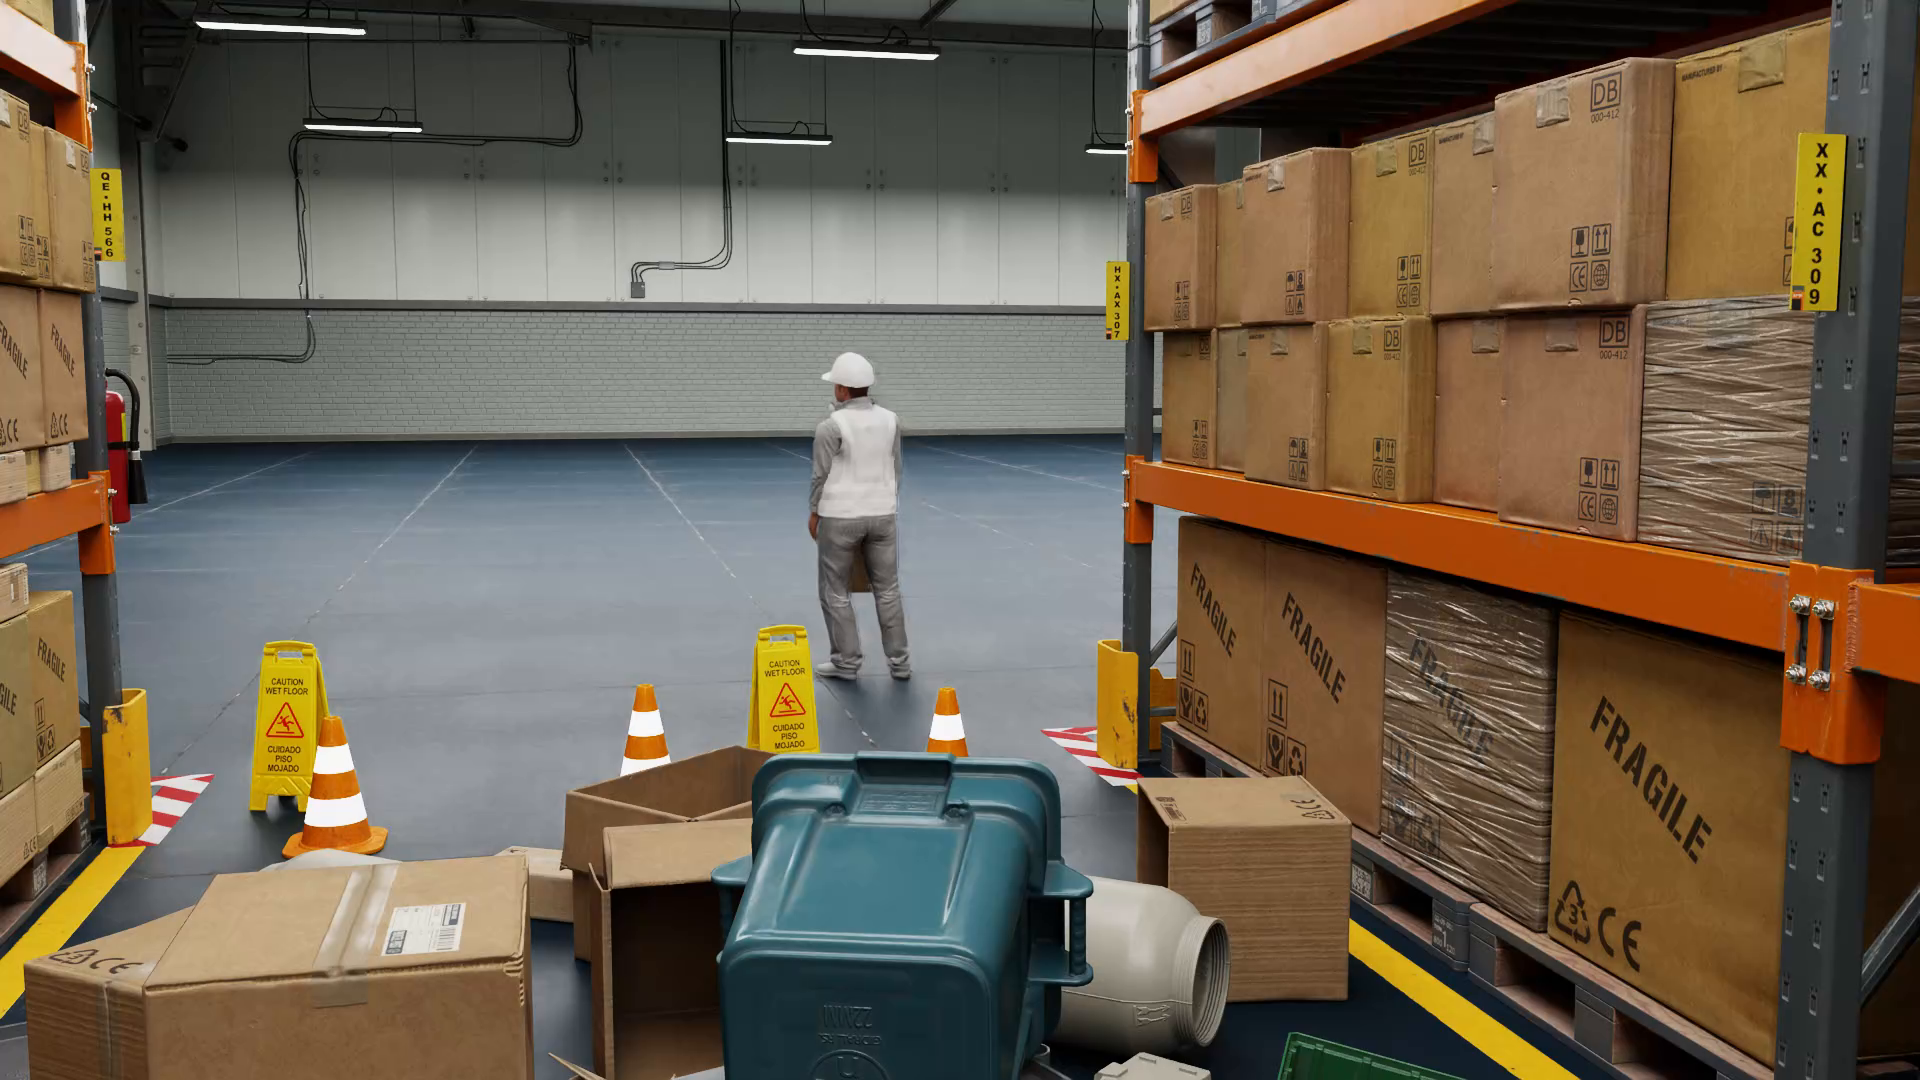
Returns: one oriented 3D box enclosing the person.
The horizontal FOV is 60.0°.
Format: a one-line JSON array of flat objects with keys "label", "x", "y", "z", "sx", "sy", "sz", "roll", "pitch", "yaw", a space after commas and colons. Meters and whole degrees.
[{"label": "person", "x": -0.540, "y": -0.126, "z": 9.029, "sx": 0.614, "sy": 1.768, "sz": 0.438, "roll": -4, "pitch": 7, "yaw": -32}]
